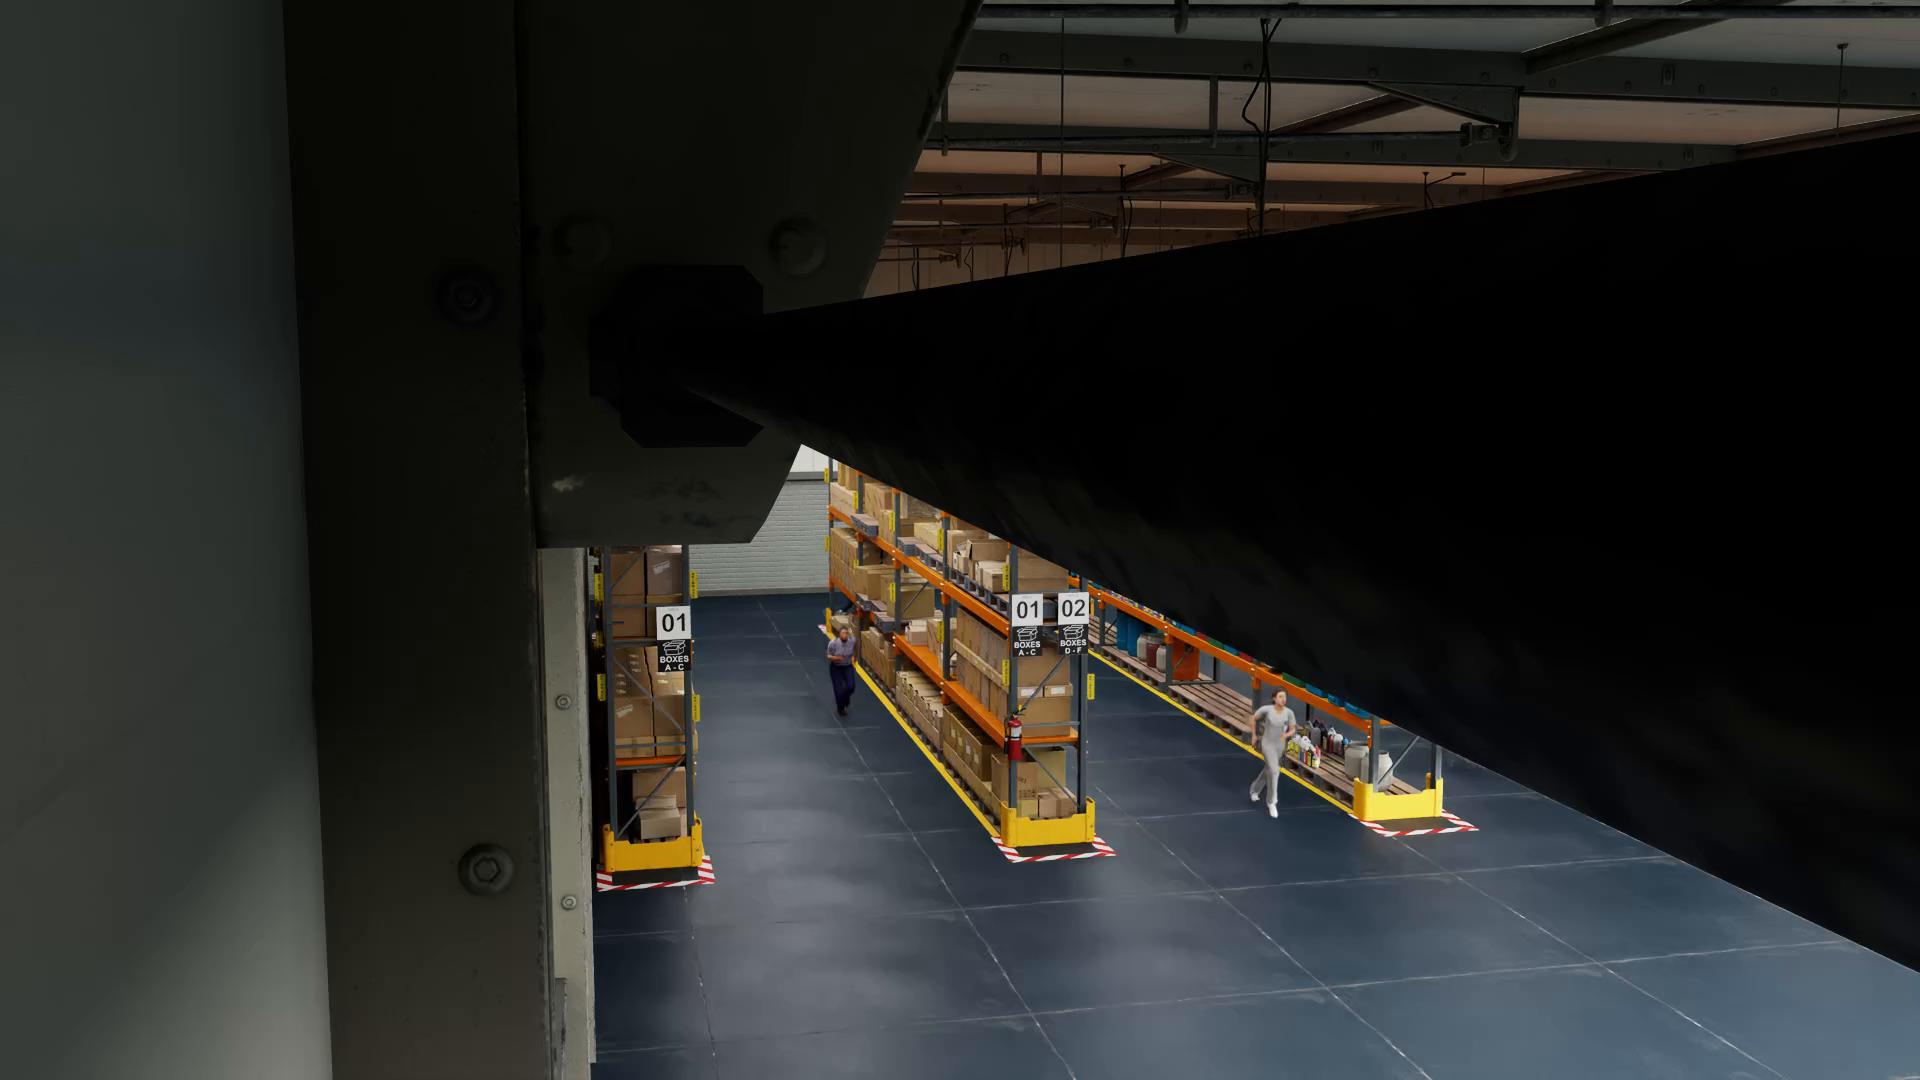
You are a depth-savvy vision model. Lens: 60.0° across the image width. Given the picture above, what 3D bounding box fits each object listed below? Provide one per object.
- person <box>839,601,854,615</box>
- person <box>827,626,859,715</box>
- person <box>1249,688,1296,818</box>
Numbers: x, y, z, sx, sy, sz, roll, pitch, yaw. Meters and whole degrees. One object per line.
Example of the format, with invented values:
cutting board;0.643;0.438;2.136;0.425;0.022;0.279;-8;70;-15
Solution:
person;-2.354;1.087;37.537;0.809;1.596;0.568;0;7;2
person;-1.966;2.228;28.152;0.593;1.557;0.713;-2;7;-14
person;4.270;2.838;22.572;0.552;1.664;0.853;-2;7;-14
